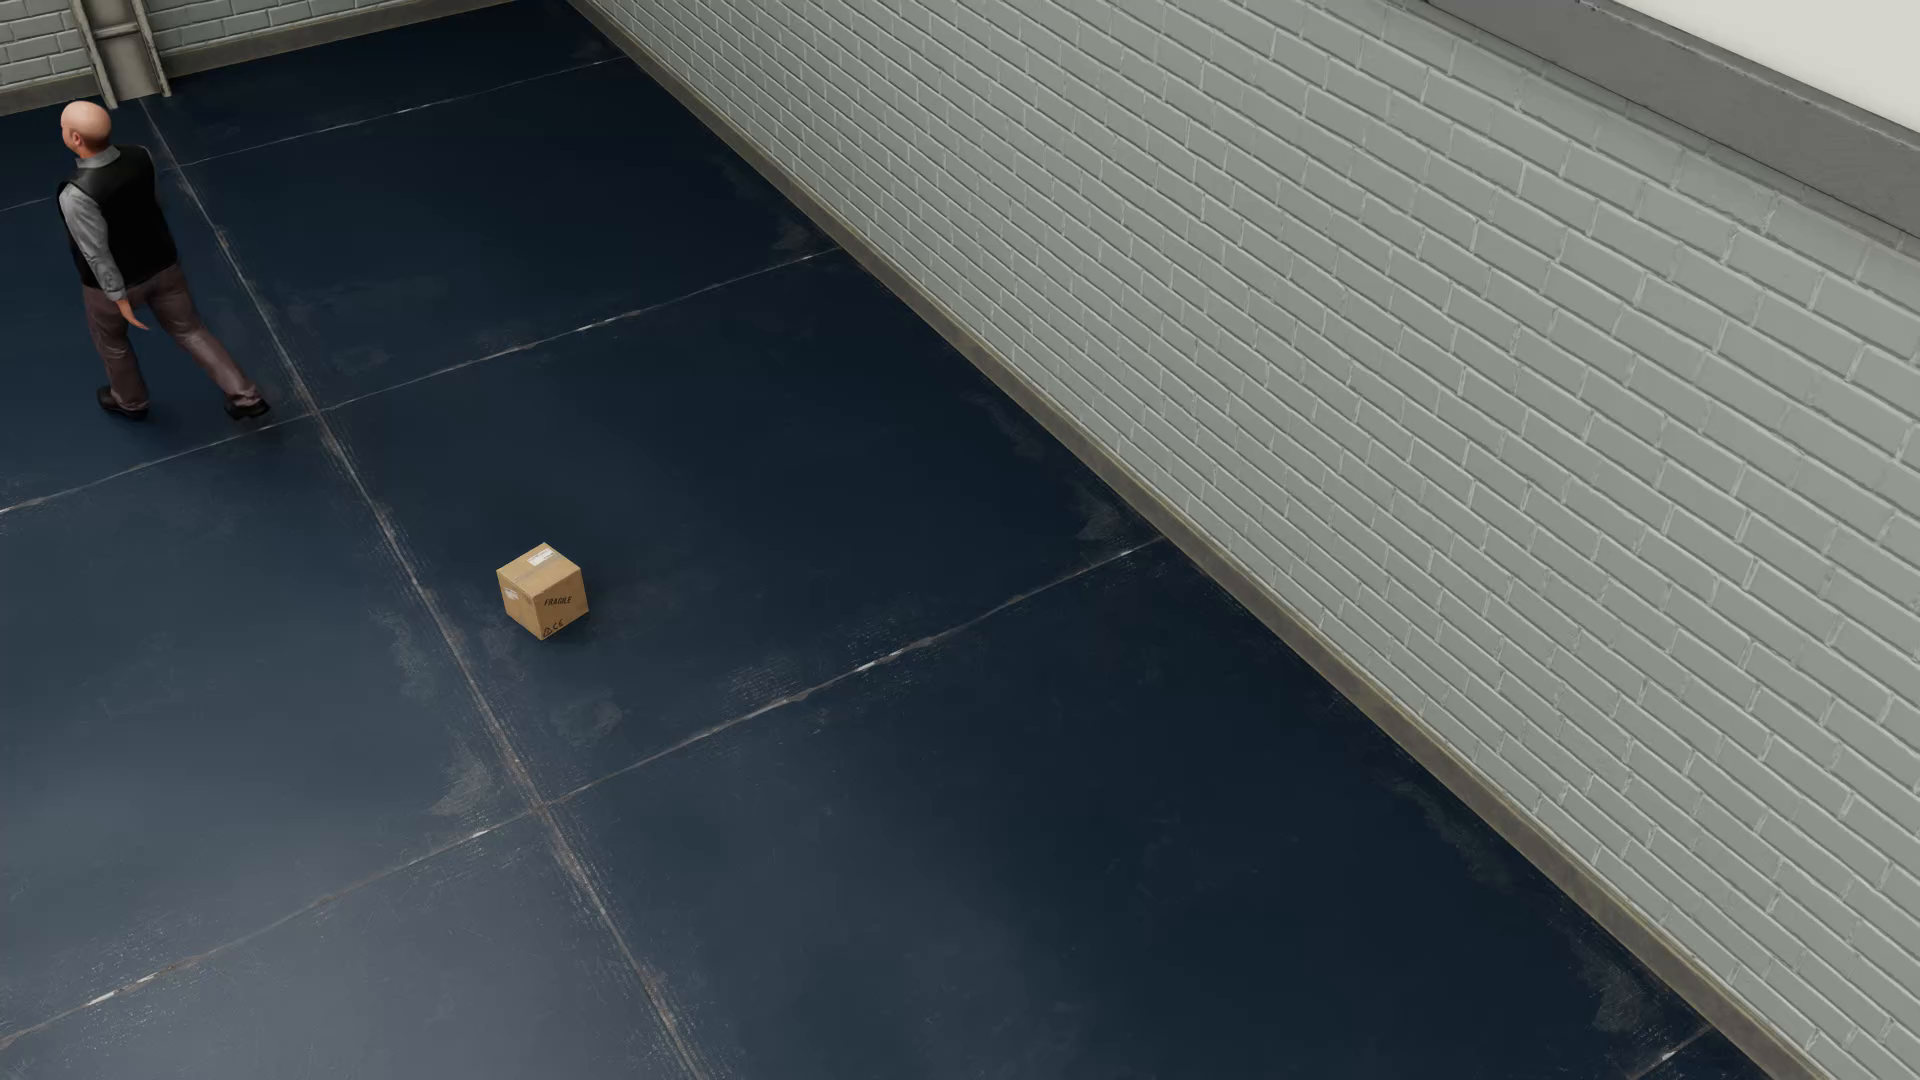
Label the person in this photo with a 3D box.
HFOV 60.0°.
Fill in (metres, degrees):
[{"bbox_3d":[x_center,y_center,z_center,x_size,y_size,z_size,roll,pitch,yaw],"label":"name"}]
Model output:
[{"bbox_3d":[-3.792,-1.240,7.629,0.977,1.677,0.533,20,44,22],"label":"person"}]
